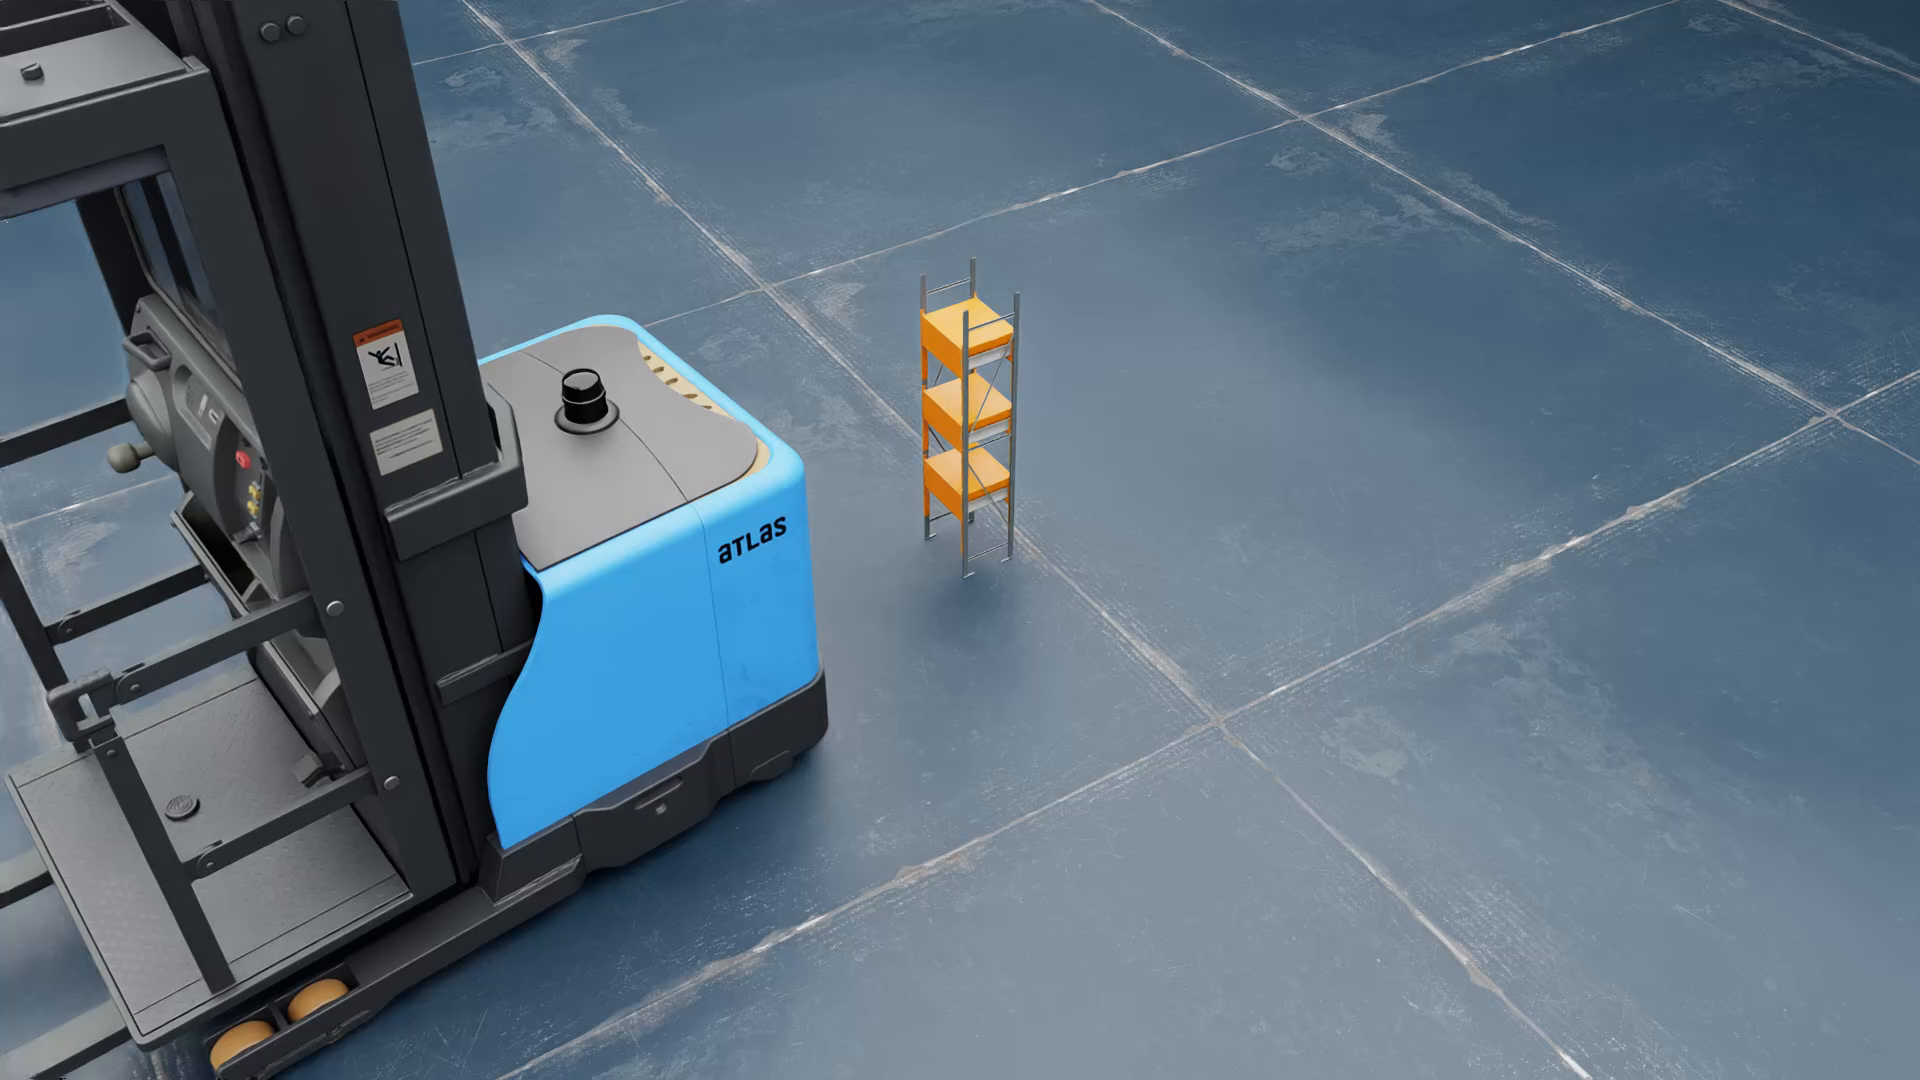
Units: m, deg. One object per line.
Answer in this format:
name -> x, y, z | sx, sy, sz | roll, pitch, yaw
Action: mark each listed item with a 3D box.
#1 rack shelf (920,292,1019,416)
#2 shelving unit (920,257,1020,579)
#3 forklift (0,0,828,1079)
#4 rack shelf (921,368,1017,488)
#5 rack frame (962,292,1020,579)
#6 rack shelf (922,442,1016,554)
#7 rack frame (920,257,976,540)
rack shelf -> 0.029, -0.584, 5.204 | 0.215, 0.259, 0.240 | -22, 45, -24
shelving unit -> 0.029, -0.374, 5.379 | 0.215, 1.050, 0.252 | -22, 45, -24
forklift -> -1.854, -0.153, 3.644 | 3.031, 2.935, 1.130 | -28, 47, -29
rack shelf -> 0.029, -0.366, 5.386 | 0.215, 0.259, 0.240 | -22, 45, -24
rack frame -> 0.094, -0.309, 5.300 | 0.200, 1.050, 0.008 | -22, 45, -24
rack shelf -> 0.029, -0.153, 5.564 | 0.215, 0.259, 0.240 | -22, 45, -24
rack frame -> -0.037, -0.440, 5.458 | 0.200, 1.050, 0.008 | -22, 45, -24
